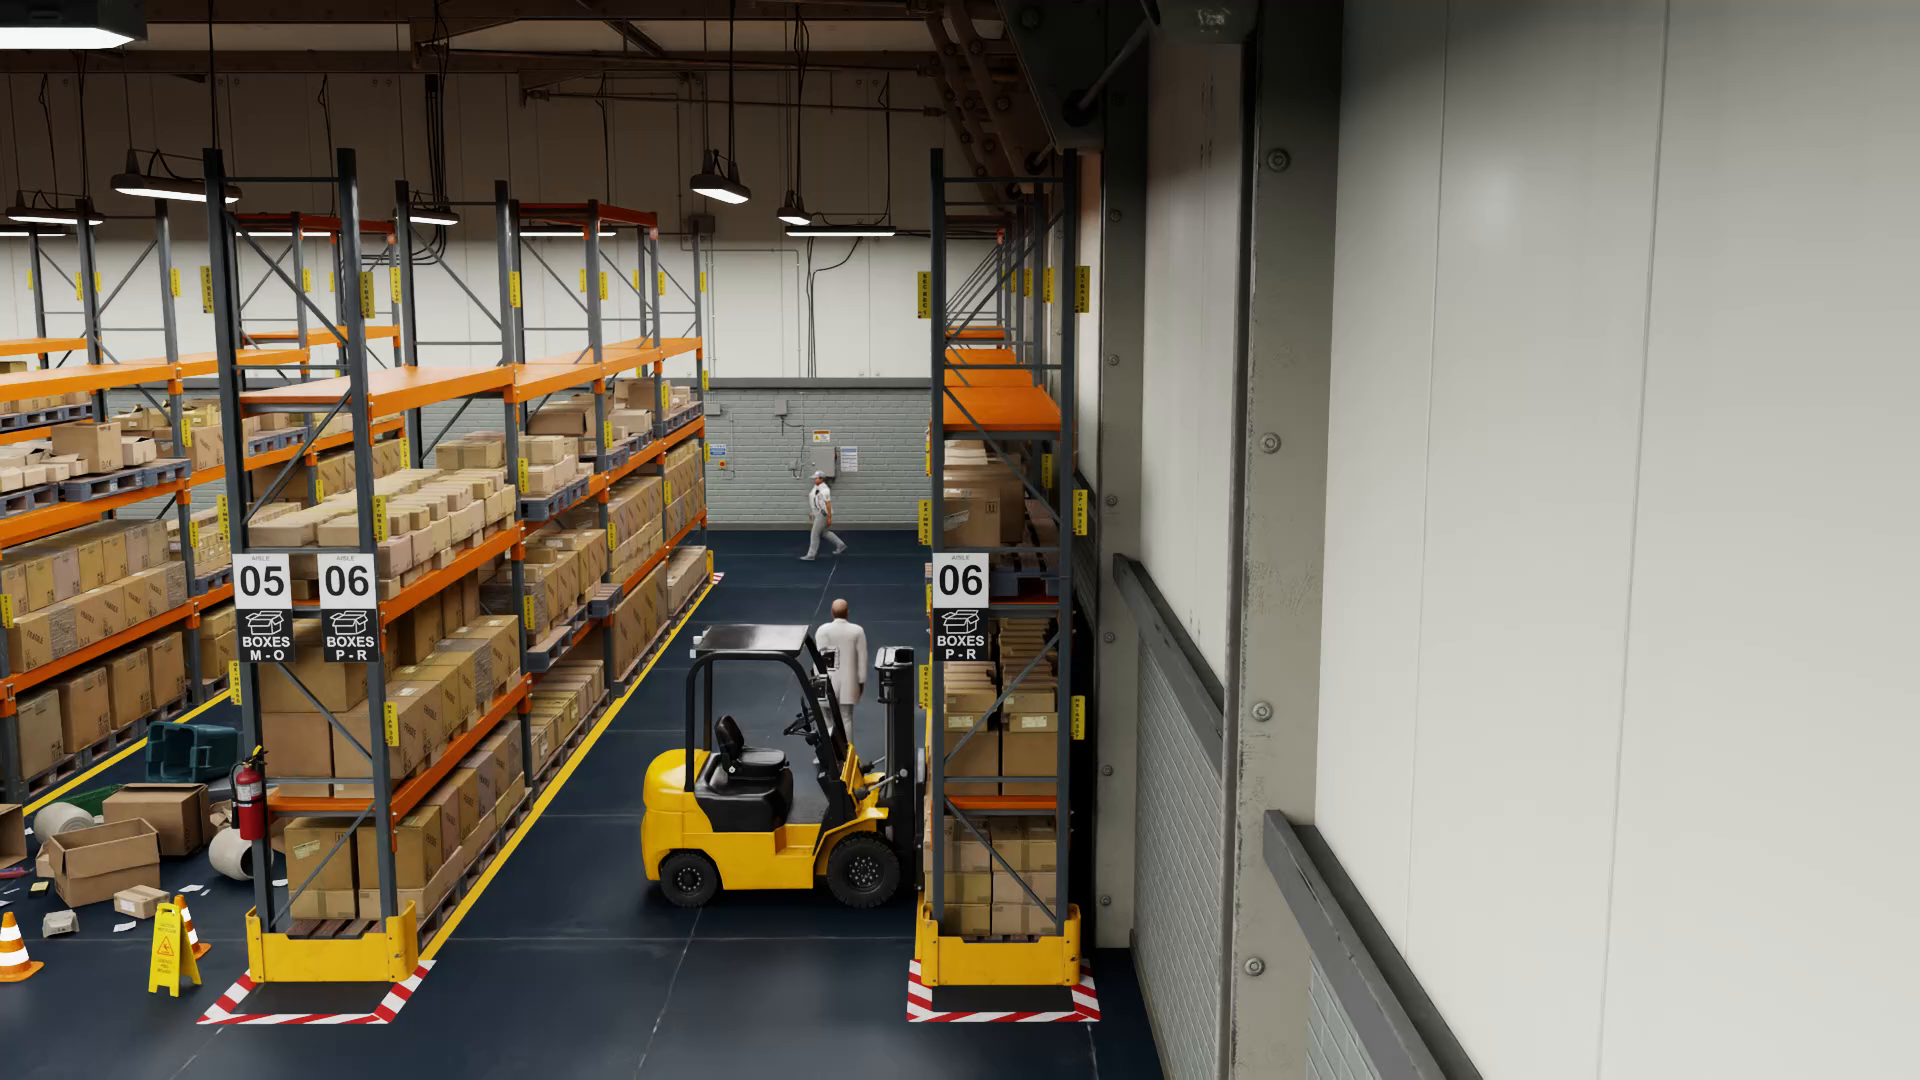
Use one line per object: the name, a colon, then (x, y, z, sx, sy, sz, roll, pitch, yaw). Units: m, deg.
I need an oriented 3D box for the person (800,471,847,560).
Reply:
person: (-2.484, -0.458, 30.189, 0.959, 1.630, 0.509, -4, 10, -24)

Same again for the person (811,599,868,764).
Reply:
person: (-1.256, 1.532, 17.444, 0.617, 1.813, 0.595, -2, 9, -14)
